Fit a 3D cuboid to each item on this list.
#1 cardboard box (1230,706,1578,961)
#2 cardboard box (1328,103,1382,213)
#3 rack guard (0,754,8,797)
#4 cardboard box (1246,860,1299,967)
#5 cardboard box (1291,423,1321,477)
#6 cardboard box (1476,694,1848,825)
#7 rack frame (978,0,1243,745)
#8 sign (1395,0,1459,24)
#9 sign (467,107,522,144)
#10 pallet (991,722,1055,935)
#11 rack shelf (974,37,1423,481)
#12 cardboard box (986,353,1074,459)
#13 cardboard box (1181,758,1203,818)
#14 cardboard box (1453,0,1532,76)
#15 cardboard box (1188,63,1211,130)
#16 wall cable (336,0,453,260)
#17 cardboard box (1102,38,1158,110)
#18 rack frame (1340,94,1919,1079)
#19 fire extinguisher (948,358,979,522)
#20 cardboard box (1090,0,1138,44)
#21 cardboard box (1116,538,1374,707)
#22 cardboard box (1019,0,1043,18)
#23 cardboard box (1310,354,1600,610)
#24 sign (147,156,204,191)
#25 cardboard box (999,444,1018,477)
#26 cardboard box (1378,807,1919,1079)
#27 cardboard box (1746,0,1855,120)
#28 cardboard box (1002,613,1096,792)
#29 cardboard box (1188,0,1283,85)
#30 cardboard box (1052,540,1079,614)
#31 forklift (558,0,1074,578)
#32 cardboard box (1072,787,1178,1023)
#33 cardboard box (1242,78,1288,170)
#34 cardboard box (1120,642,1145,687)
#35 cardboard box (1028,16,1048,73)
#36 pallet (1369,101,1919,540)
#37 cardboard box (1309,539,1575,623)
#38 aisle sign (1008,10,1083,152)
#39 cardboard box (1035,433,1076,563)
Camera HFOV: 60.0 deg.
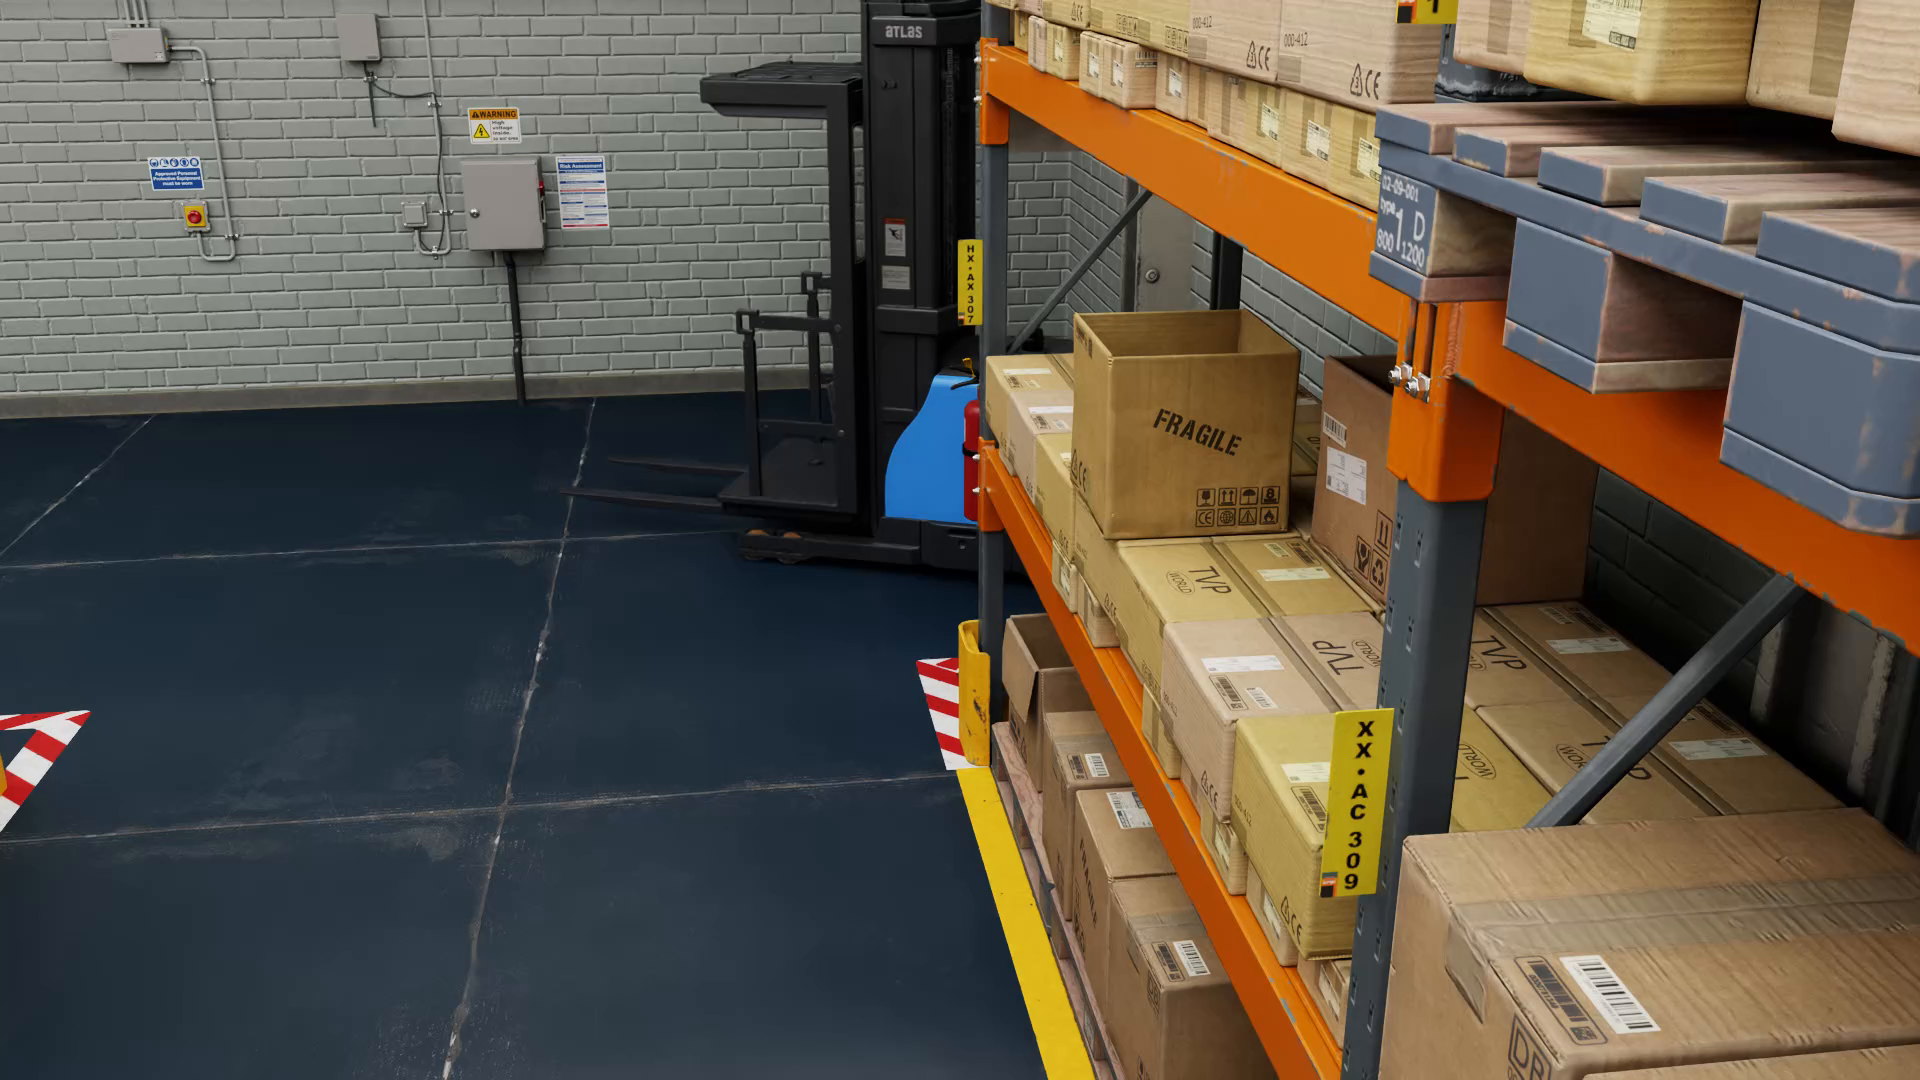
[{"bbox_3d":[0.841,0.554,3.234,0.500,0.250,0.500,-2,21,-6],"label":"cardboard box"},{"bbox_3d":[0.811,-0.610,2.633,0.380,0.149,0.250,-3,21,-8],"label":"cardboard box"},{"bbox_3d":[-4.336,0.817,6.314,1.175,0.500,0.348,-3,21,-8],"label":"rack guard"},{"bbox_3d":[0.801,0.719,3.364,0.380,0.149,0.250,-2,21,-6],"label":"cardboard box"},{"bbox_3d":[1.048,-0.170,5.174,0.500,0.250,0.500,-2,21,-6],"label":"cardboard box"},{"bbox_3d":[1.351,0.533,3.290,0.500,0.250,0.500,-3,21,-8],"label":"cardboard box"},{"bbox_3d":[0.579,-0.597,6.528,1.000,3.000,0.127,-3,21,-8],"label":"rack frame"},{"bbox_3d":[0.620,-0.830,2.125,0.100,0.325,0.005,-3,21,-8],"label":"sign"},{"bbox_3d":[-3.153,-2.808,11.267,0.339,0.242,0.001,-3,21,-8],"label":"sign"},{"bbox_3d":[0.706,1.011,6.207,1.003,0.211,1.213,-3,21,-8],"label":"pallet"},{"bbox_3d":[0.867,-0.973,4.275,1.077,0.370,4.000,-3,21,-8],"label":"rack shelf"},{"bbox_3d":[0.378,-0.496,6.046,0.500,0.250,0.500,-3,21,-7],"label":"cardboard box"},{"bbox_3d":[0.728,0.538,3.849,0.380,0.149,0.250,-2,21,-6],"label":"cardboard box"},{"bbox_3d":[0.805,-0.620,1.918,0.380,0.149,0.250,-3,21,-7],"label":"cardboard box"},{"bbox_3d":[0.709,-0.967,3.591,0.380,0.149,0.250,-2,21,-6],"label":"cardboard box"},{"bbox_3d":[-3.767,-2.848,11.103,0.588,1.984,0.122,-3,21,-8],"label":"wall cable"},{"bbox_3d":[0.560,-1.141,4.056,0.380,0.149,0.250,-2,21,-7],"label":"cardboard box"},{"bbox_3d":[1.155,0.788,2.820,1.000,3.000,0.127,-3,21,-8],"label":"rack frame"},{"bbox_3d":[0.100,-0.414,6.681,0.296,0.674,0.183,-3,21,-8],"label":"fire extinguisher"},{"bbox_3d":[0.625,-1.374,4.109,0.500,0.250,0.500,-3,21,-9],"label":"cardboard box"},{"bbox_3d":[0.695,0.208,4.160,0.500,0.250,0.500,-3,21,-8],"label":"cardboard box"},{"bbox_3d":[0.466,-1.729,5.061,0.500,0.250,0.500,-3,21,-7],"label":"cardboard box"},{"bbox_3d":[1.204,-0.162,4.080,0.500,0.500,0.500,-3,21,-9],"label":"cardboard box"},{"bbox_3d":[-5.225,-2.442,11.082,0.327,0.218,0.001,-3,21,-8],"label":"sign"},{"bbox_3d":[0.355,-0.352,6.231,0.380,0.149,0.250,-3,21,-8],"label":"cardboard box"},{"bbox_3d":[1.004,0.723,2.251,0.700,0.500,0.500,-2,21,-6],"label":"cardboard box"},{"bbox_3d":[0.941,-0.446,1.452,0.380,0.149,0.250,-3,21,-7],"label":"cardboard box"},{"bbox_3d":[0.573,0.592,6.312,0.797,0.503,0.637,-4,21,-10],"label":"cardboard box"},{"bbox_3d":[0.753,-1.021,3.164,0.500,0.250,0.500,-4,21,-10],"label":"cardboard box"},{"bbox_3d":[0.491,0.097,5.030,0.380,0.149,0.250,-4,21,-9],"label":"cardboard box"},{"bbox_3d":[-0.701,-1.416,8.818,3.031,2.935,1.130,5,21,13],"label":"forklift"},{"bbox_3d":[0.635,1.079,5.011,0.500,0.500,0.500,-3,21,-7],"label":"cardboard box"},{"bbox_3d":[0.749,-0.788,3.110,0.380,0.149,0.250,-2,21,-6],"label":"cardboard box"},{"bbox_3d":[0.655,0.272,4.559,0.380,0.149,0.250,-3,21,-8],"label":"cardboard box"},{"bbox_3d":[0.413,-1.492,4.996,0.380,0.149,0.250,-2,21,-7],"label":"cardboard box"},{"bbox_3d":[1.180,-0.300,1.714,1.213,0.211,1.003,-3,21,-8],"label":"pallet"},{"bbox_3d":[1.200,0.181,4.233,0.500,0.250,0.500,-2,21,-7],"label":"cardboard box"},{"bbox_3d":[0.278,-1.824,6.097,0.394,0.787,0.004,-3,21,-8],"label":"aisle sign"},{"bbox_3d":[0.527,-0.146,5.109,0.500,0.250,0.500,-3,21,-9],"label":"cardboard box"}]
